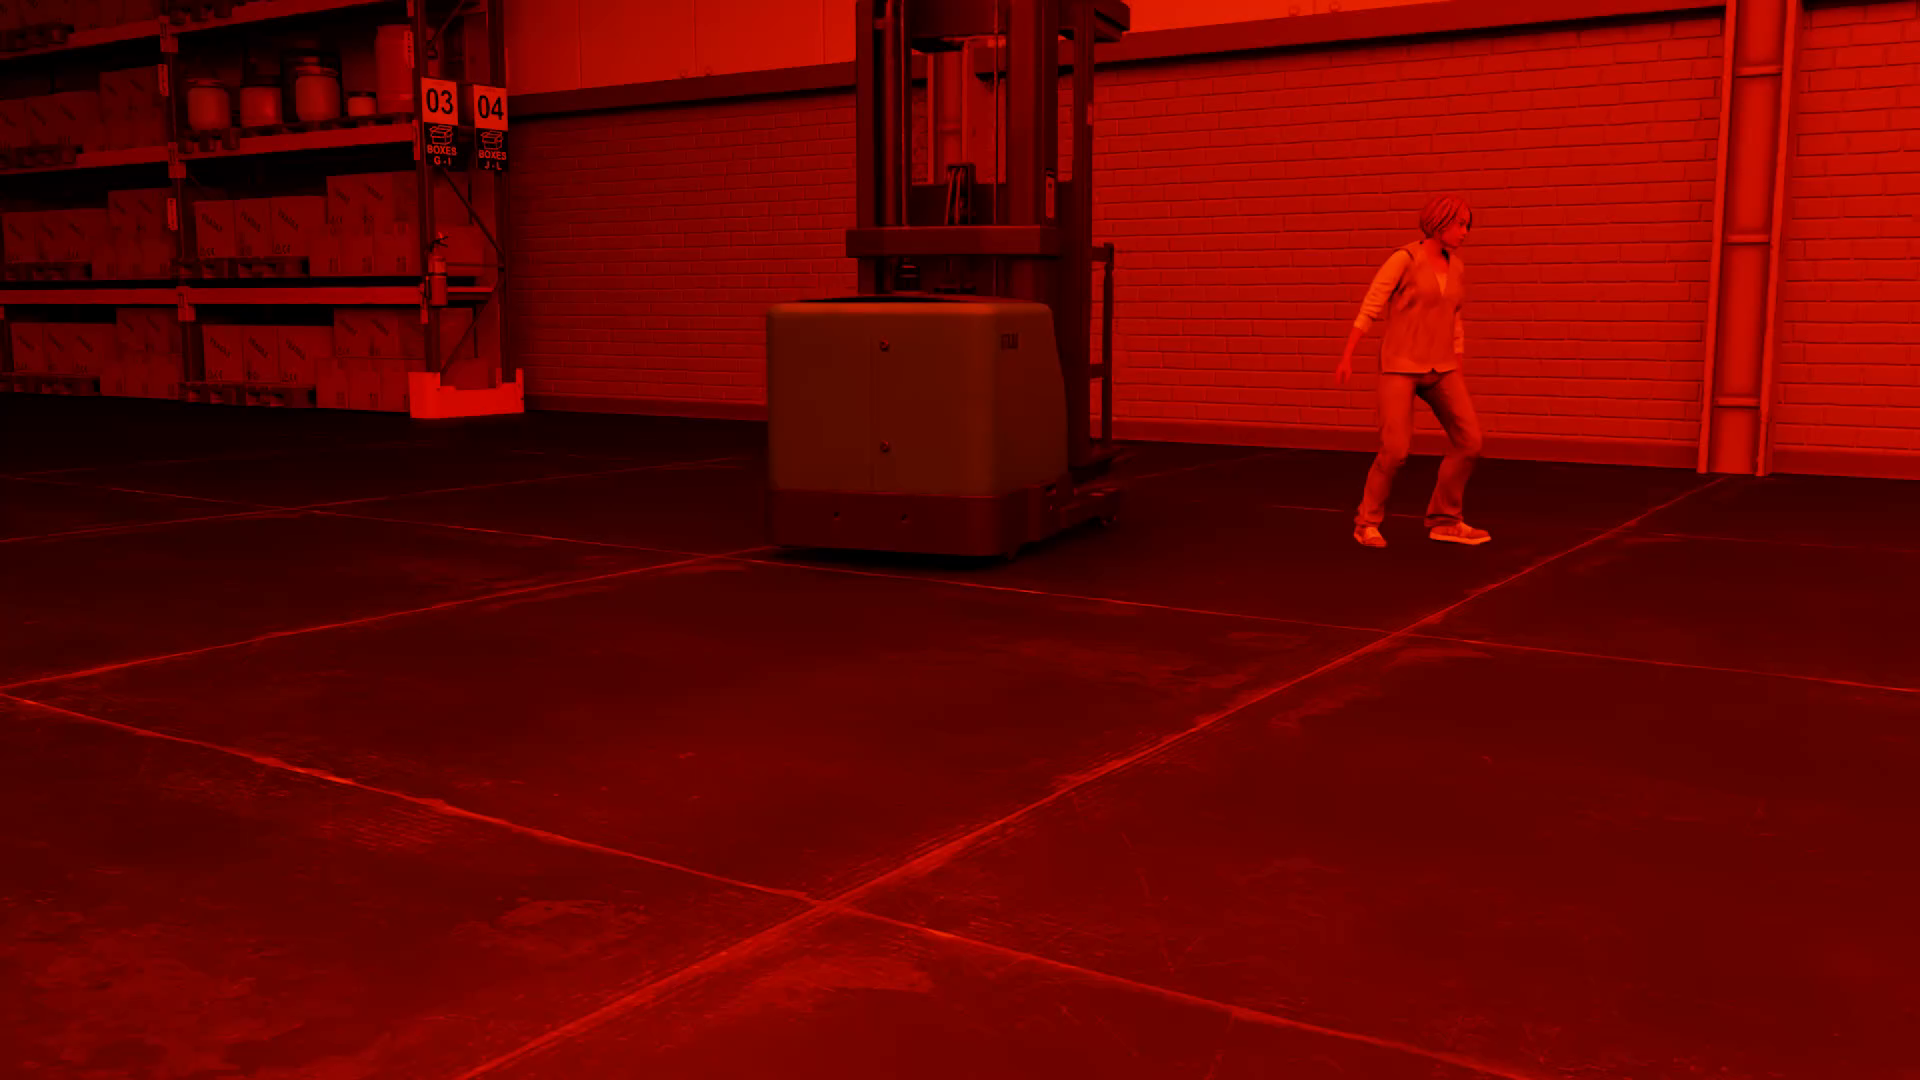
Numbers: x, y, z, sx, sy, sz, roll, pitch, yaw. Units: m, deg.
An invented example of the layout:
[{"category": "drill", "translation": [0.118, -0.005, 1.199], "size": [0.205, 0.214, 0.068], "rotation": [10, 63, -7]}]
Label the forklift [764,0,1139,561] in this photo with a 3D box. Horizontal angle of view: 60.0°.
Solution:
[{"category": "forklift", "translation": [0.168, -1.536, 7.993], "size": [1.130, 2.935, 3.031], "rotation": [3, 9, 20]}]

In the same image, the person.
[{"category": "person", "translation": [2.000, -0.727, 7.363], "size": [0.732, 1.569, 0.412], "rotation": [-3, 8, -17]}]
